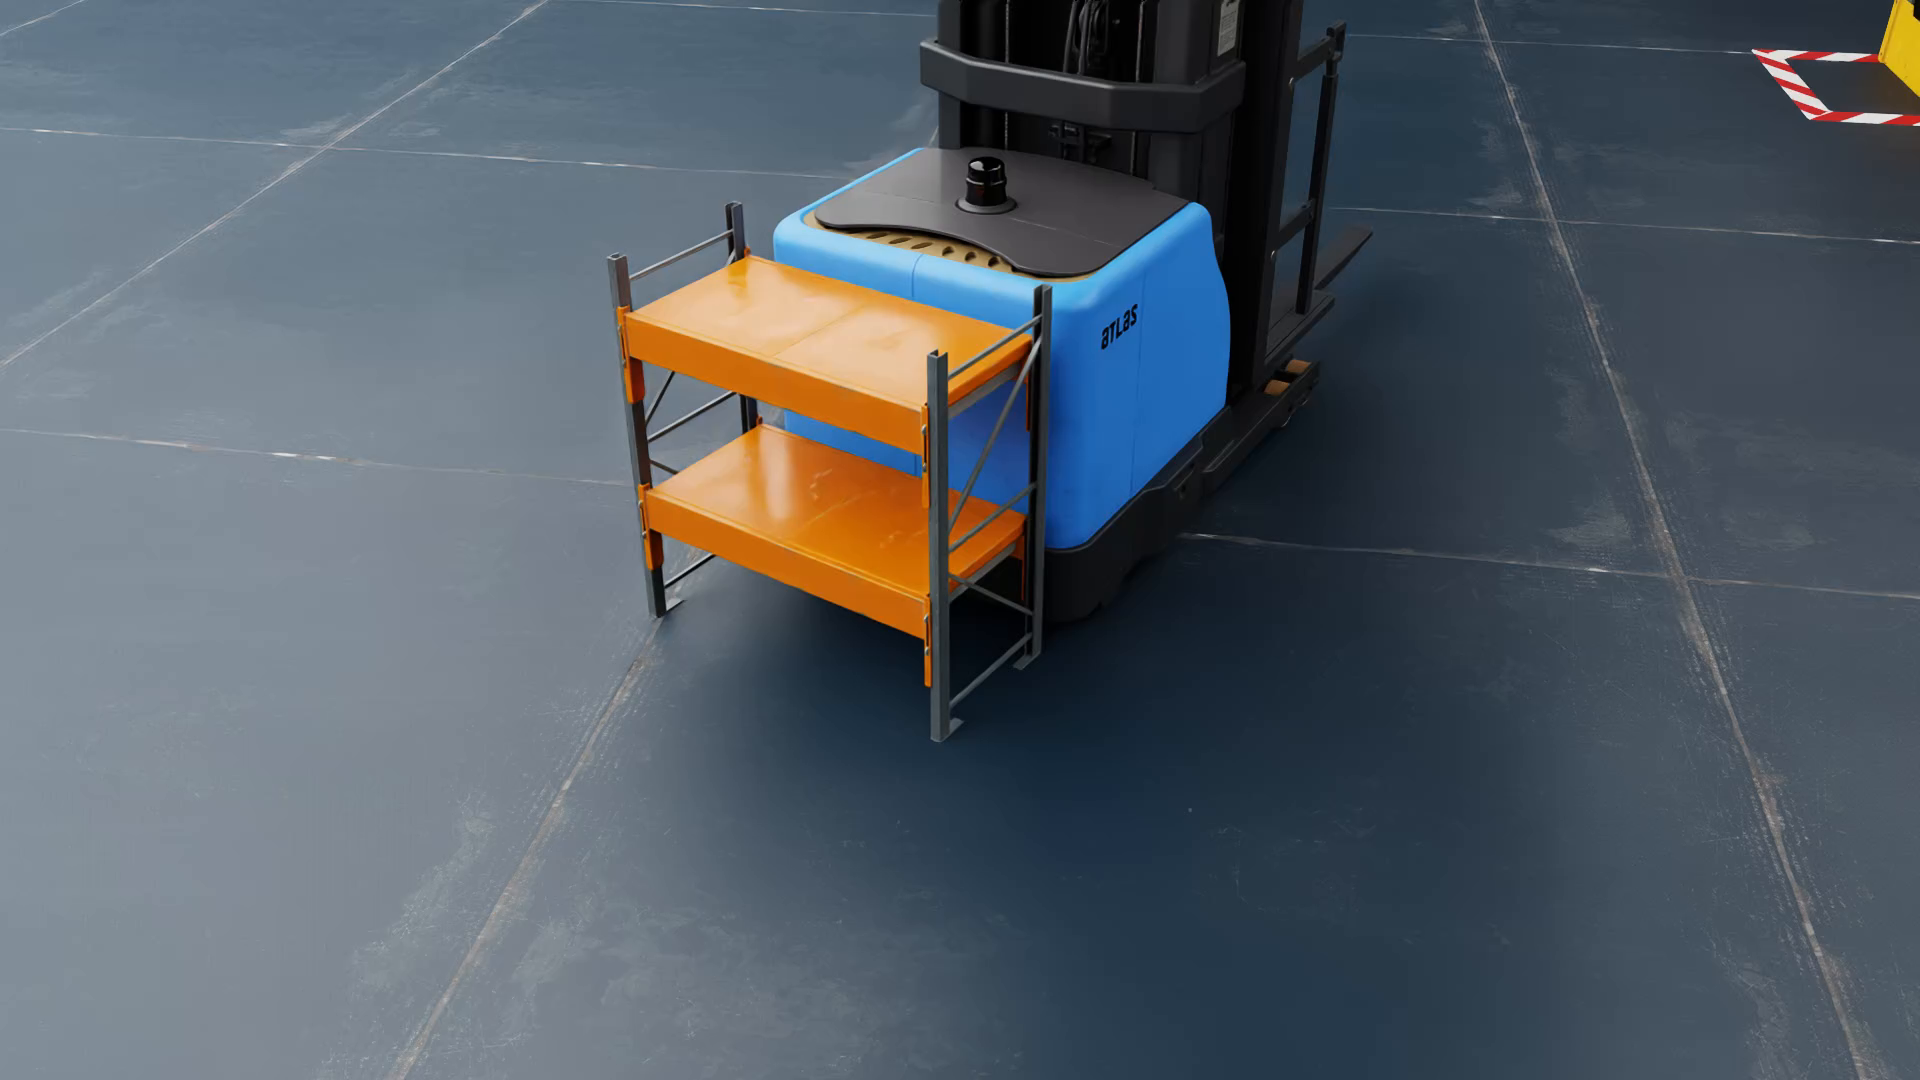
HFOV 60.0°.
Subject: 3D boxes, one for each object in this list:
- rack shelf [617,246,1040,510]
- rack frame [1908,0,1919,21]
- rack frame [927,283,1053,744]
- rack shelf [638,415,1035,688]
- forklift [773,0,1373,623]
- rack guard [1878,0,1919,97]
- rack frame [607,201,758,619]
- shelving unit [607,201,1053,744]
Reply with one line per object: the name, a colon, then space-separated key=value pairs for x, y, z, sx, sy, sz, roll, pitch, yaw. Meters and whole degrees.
rack shelf: x=-0.341 y=-0.453 z=4.361 sx=1.000 sy=0.278 sz=0.538 roll=20 pitch=37 yaw=29
rack frame: x=5.381 y=-3.782 z=8.466 sx=0.127 sy=3.000 sz=1.000 roll=5 pitch=32 yaw=8
rack frame: x=0.077 y=-0.051 z=4.272 sx=0.032 sy=1.125 sz=0.500 roll=20 pitch=37 yaw=29
rack shelf: x=-0.341 y=0.003 z=4.646 sx=1.000 sy=0.278 sz=0.538 roll=20 pitch=37 yaw=29
forklift: x=0.648 y=-1.756 z=5.293 sx=1.130 sy=2.935 sz=3.031 roll=18 pitch=36 yaw=26
rack guard: x=5.464 y=-2.741 z=9.157 sx=0.348 sy=0.500 sz=1.175 roll=5 pitch=32 yaw=8
rack frame: x=-0.760 y=-0.358 z=4.761 sx=0.032 sy=1.125 sz=0.500 roll=20 pitch=37 yaw=29
shelving unit: x=-0.341 y=-0.204 z=4.516 sx=1.048 sy=1.125 sz=0.538 roll=20 pitch=37 yaw=29
